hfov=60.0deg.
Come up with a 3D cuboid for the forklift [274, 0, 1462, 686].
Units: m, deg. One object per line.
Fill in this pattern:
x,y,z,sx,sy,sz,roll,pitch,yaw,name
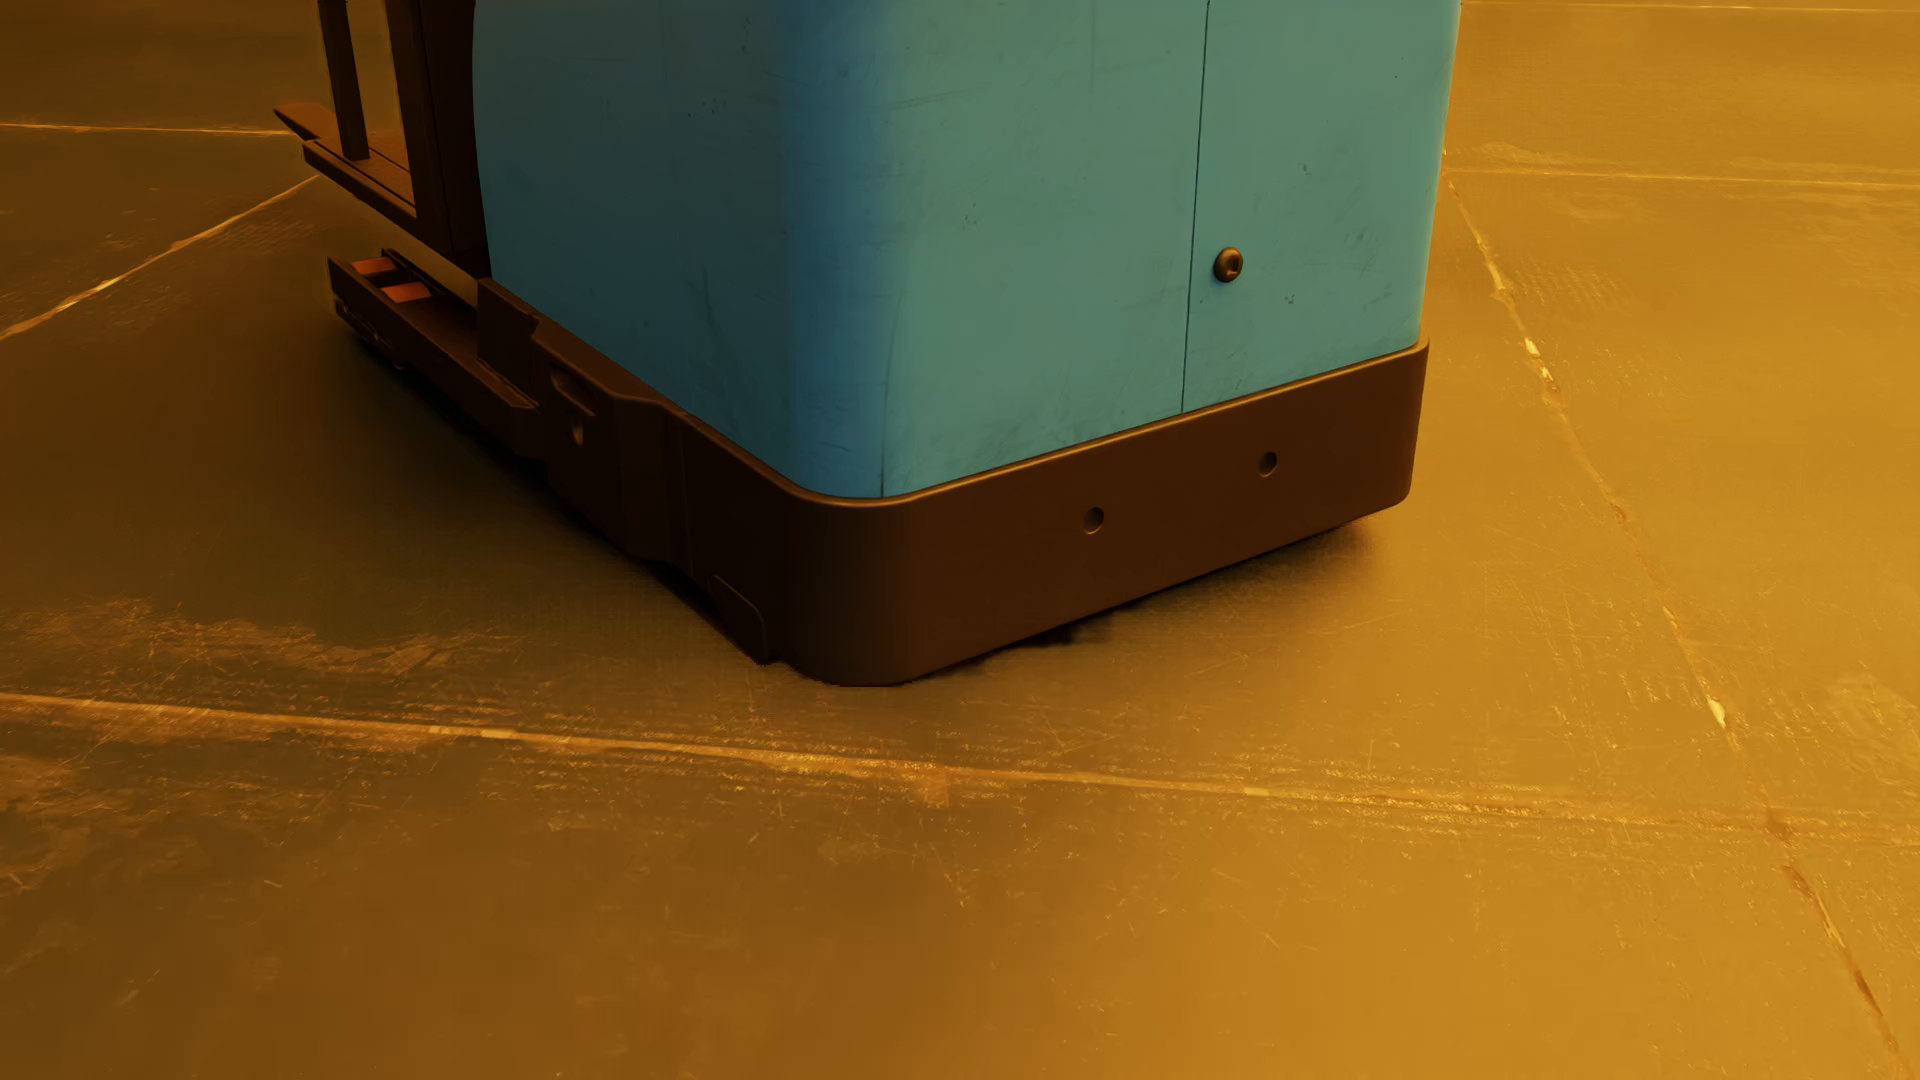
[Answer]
-0.581,-1.741,2.706,1.130,2.935,3.031,-17,31,-31,forklift
